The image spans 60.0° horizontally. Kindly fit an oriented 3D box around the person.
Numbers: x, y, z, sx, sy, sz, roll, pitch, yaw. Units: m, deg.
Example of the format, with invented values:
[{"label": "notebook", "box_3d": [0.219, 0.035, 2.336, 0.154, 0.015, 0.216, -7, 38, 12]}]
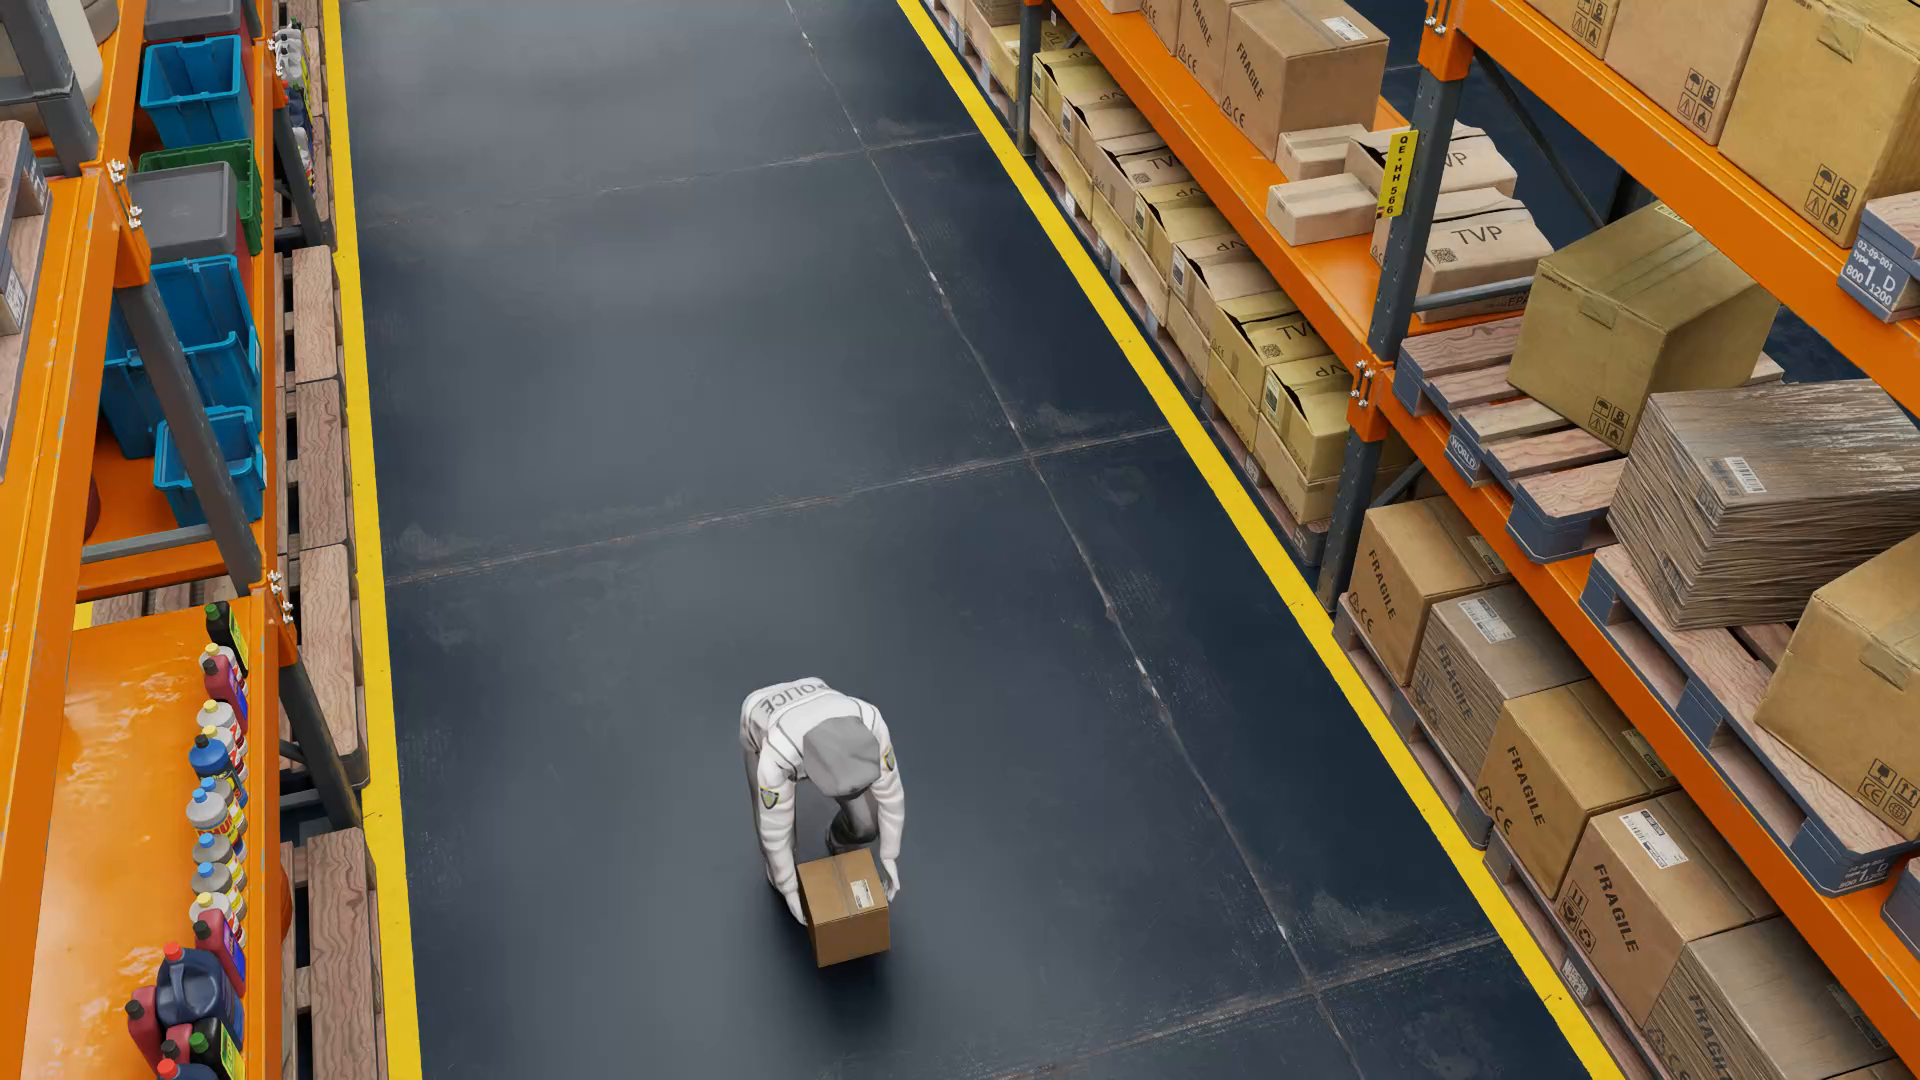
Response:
[{"label": "person", "box_3d": [-0.472, 0.832, 5.694, 0.504, 1.073, 0.814, -12, 44, -13]}]
